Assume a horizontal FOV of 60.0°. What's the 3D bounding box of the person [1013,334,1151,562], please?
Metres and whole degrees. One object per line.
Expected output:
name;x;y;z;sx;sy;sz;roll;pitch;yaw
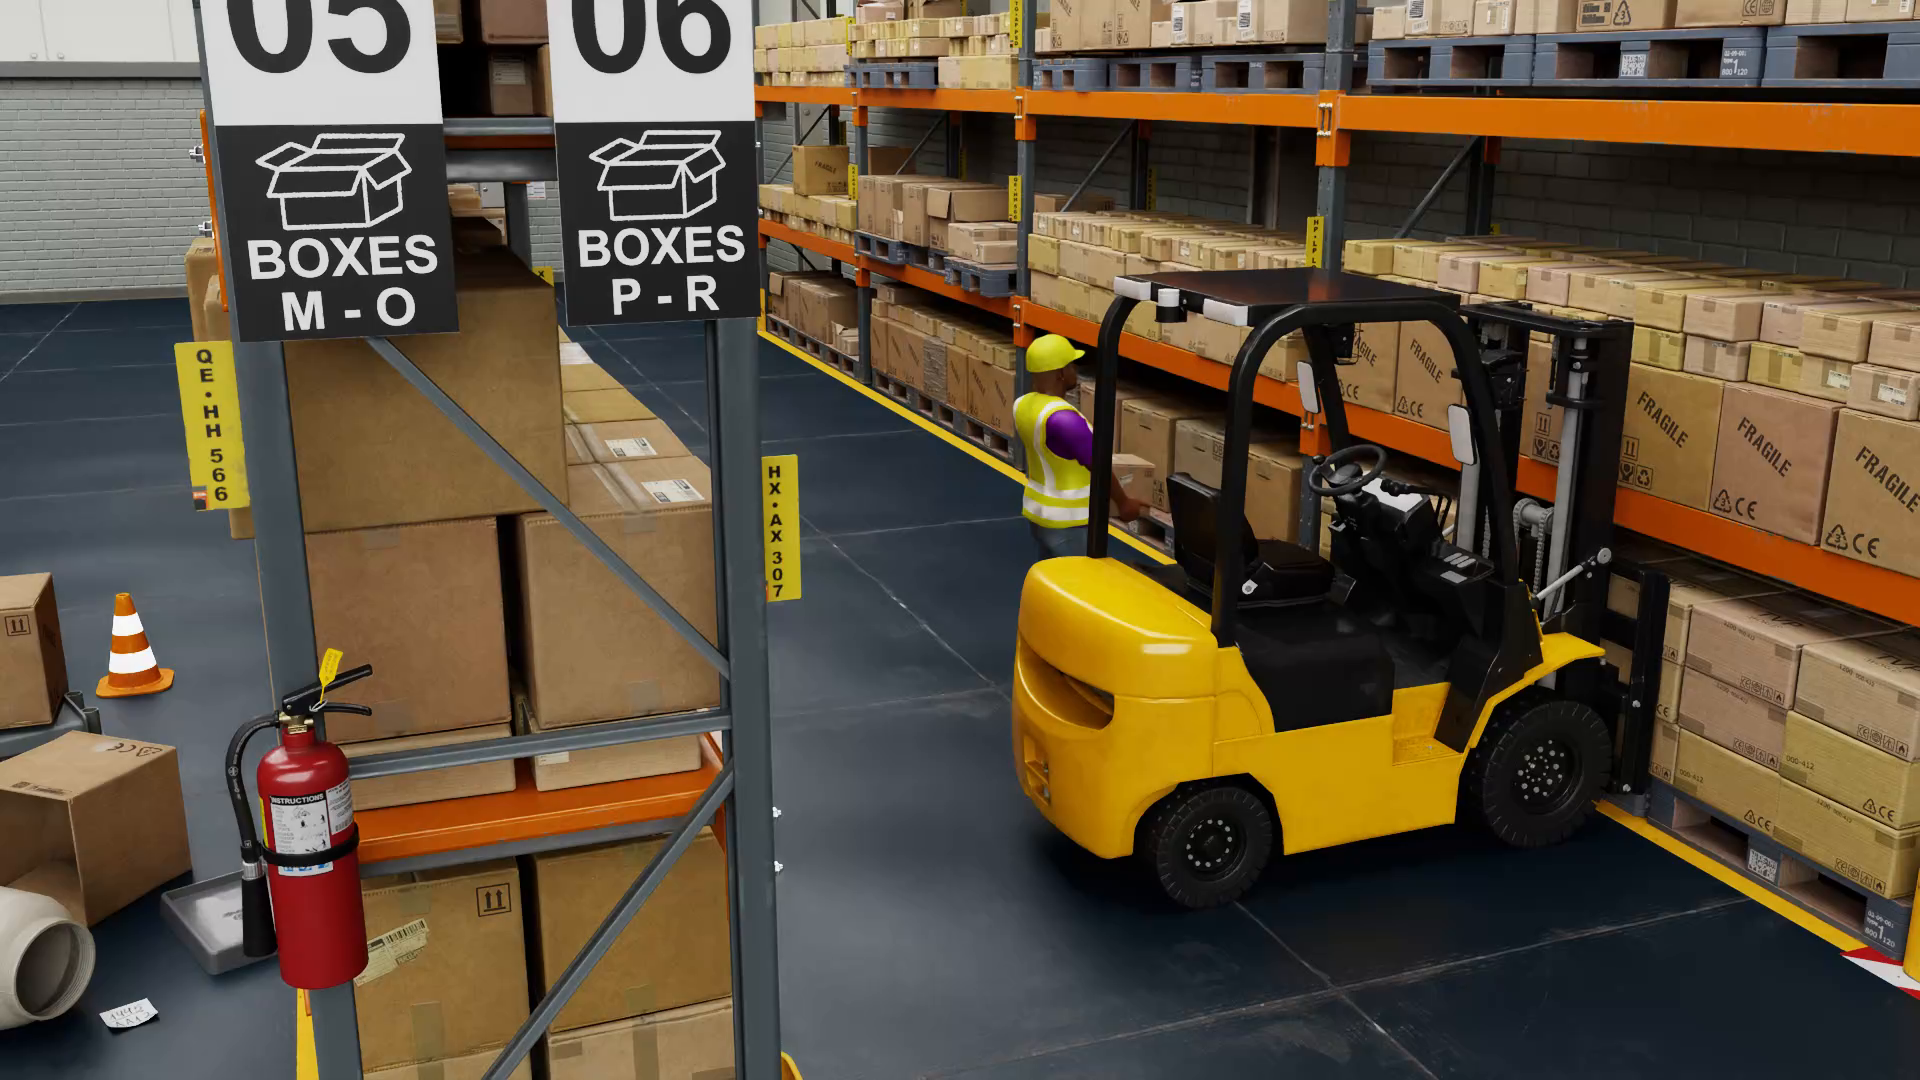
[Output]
person;0.570;-0.101;7.856;0.587;1.761;0.503;-6;16;-20
